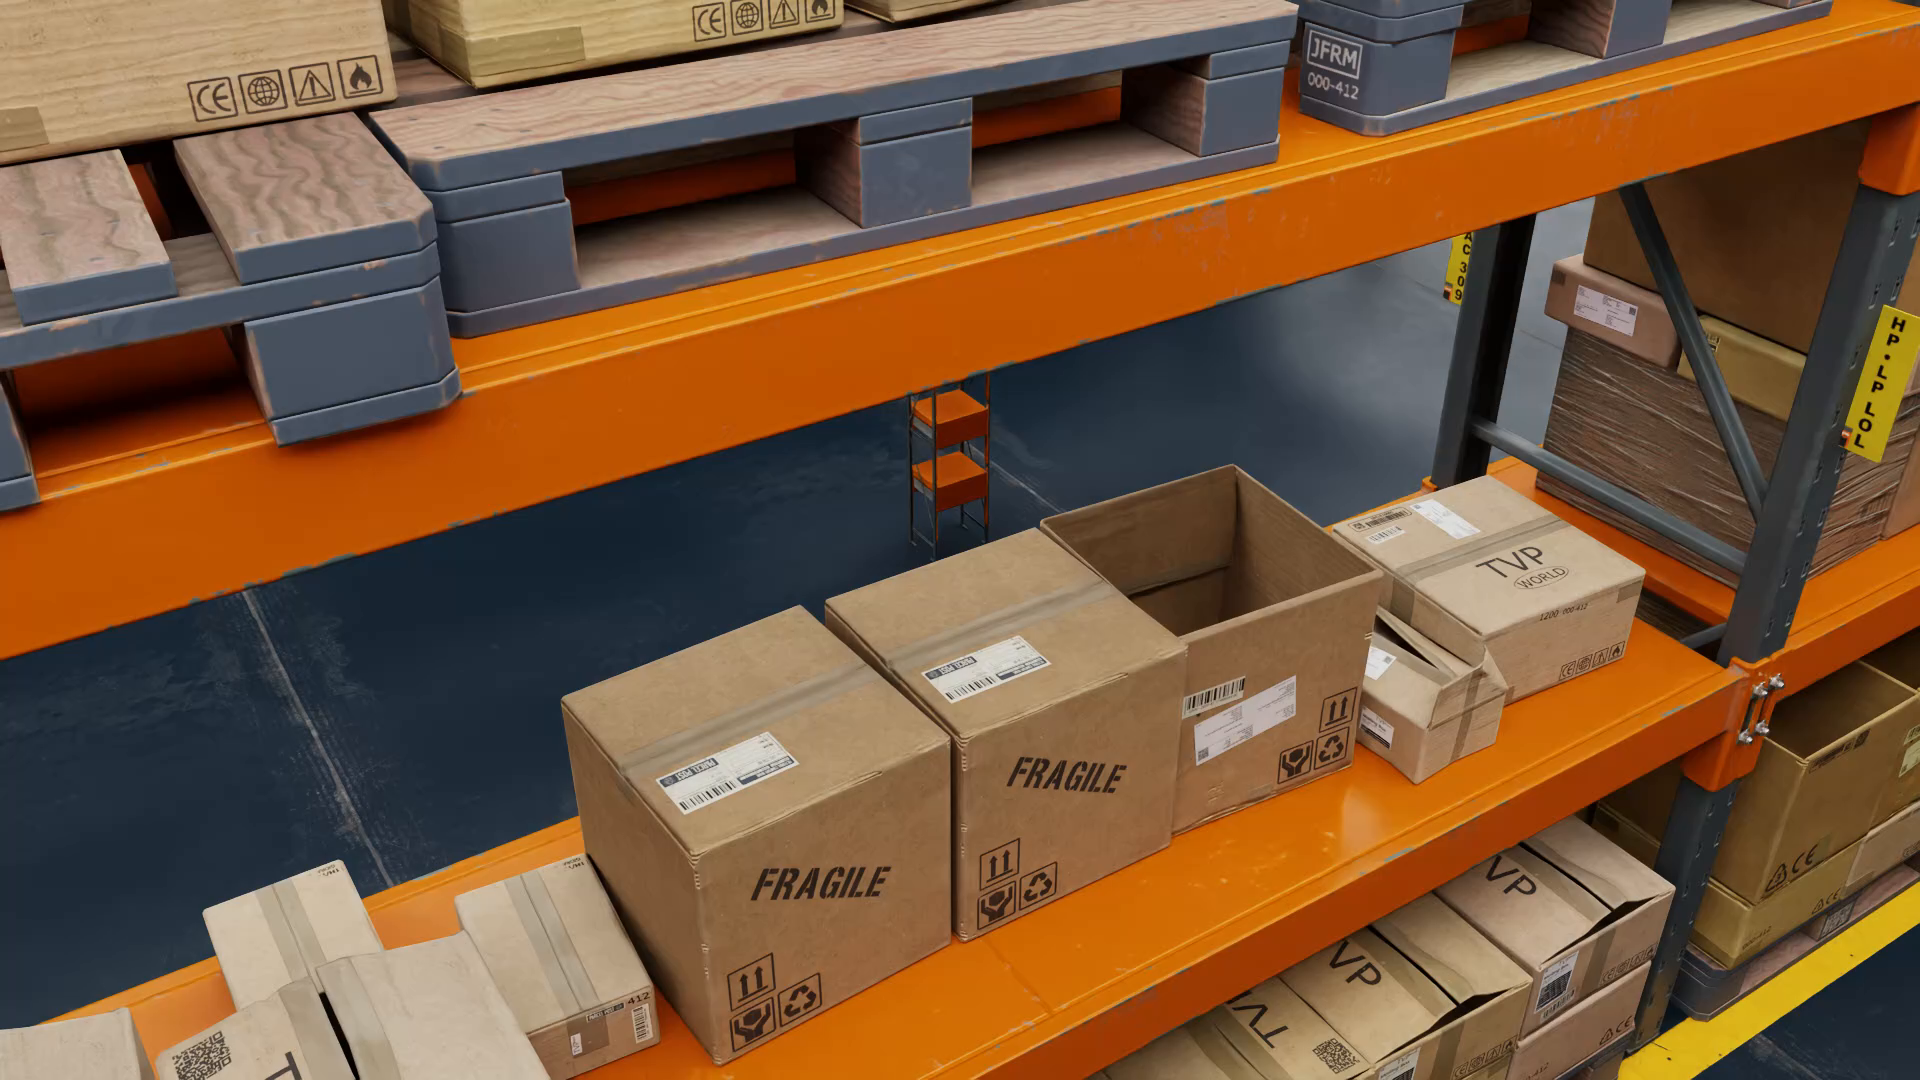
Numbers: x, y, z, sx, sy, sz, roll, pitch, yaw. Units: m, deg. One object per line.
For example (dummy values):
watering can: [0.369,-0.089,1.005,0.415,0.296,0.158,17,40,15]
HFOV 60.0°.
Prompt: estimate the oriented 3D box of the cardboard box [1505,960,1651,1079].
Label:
cardboard box: [1.408,1.130,4.331,0.500,0.250,0.500,-19,37,-28]

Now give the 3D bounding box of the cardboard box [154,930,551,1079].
cardboard box: [-0.906,0.917,2.568,0.500,0.311,0.500,-19,37,-28]

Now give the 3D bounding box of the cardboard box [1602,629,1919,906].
cardboard box: [2.159,0.569,4.517,0.500,0.500,0.500,-19,37,-27]

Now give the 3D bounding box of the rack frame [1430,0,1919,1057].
rack frame: [1.599,-0.105,4.106,0.127,3.000,1.000,-19,37,-27]

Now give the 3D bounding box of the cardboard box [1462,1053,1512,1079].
cardboard box: [0.982,1.275,4.100,0.500,0.250,0.500,-20,37,-28]

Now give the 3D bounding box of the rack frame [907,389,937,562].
rack frame: [-0.148,-0.393,6.390,0.008,1.050,0.200,-19,37,-27]

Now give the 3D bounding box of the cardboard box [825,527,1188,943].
cardboard box: [0.081,0.364,3.268,0.500,0.500,0.500,-19,37,-27]

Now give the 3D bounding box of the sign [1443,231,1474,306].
sign: [1.297,-0.753,4.247,0.005,0.325,0.100,-19,37,-27]

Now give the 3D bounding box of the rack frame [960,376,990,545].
rack frame: [0.058,-0.464,6.501,0.008,1.050,0.200,-19,37,-27]

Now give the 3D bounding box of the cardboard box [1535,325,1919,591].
cardboard box: [1.969,-0.279,4.287,0.500,0.500,0.700,-20,37,-28]

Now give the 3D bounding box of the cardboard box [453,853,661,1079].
cardboard box: [-0.721,0.763,2.964,0.250,0.149,0.380,-16,36,-24]

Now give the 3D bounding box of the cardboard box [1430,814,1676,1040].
cardboard box: [1.414,0.888,4.188,0.500,0.311,0.500,-19,37,-27]

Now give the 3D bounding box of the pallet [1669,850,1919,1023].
pallet: [2.290,0.863,5.184,1.213,0.211,1.003,-19,37,-27]

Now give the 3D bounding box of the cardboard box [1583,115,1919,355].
cardboard box: [1.969,-0.827,3.941,0.500,0.500,0.700,-19,37,-27]

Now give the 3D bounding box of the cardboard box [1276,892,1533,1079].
cardboard box: [0.980,1.042,3.945,0.500,0.311,0.500,-18,36,-26]

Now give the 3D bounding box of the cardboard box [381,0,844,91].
cardboard box: [-0.494,-0.808,2.155,0.500,0.250,0.500,-20,37,-28]

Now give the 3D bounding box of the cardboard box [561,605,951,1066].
cardboard box: [-0.361,0.516,3.026,0.500,0.500,0.500,-21,38,-30]

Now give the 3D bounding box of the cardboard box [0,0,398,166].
cardboard box: [-0.981,-0.648,1.901,0.500,0.250,0.500,-18,36,-26]

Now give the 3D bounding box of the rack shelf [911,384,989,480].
rack shelf: [-0.045,-0.420,6.451,0.240,0.259,0.215,-19,37,-27]

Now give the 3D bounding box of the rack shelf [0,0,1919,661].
rack shelf: [-0.082,-0.492,2.581,4.000,0.370,1.077,-19,37,-27]

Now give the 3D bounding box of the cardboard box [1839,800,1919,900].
cardboard box: [2.576,0.740,4.950,0.500,0.250,0.500,-19,37,-27]

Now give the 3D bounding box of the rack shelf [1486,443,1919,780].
rack shelf: [3.280,-0.379,5.214,4.000,0.370,1.077,-19,37,-27]

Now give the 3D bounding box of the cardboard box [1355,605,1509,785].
cardboard box: [0.960,0.288,3.608,0.258,0.266,0.396,-20,37,-28]

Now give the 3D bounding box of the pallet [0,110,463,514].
pallet: [-1.241,-0.374,1.897,1.003,0.211,1.213,-17,36,-25]

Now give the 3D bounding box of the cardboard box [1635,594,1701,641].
cardboard box: [2.297,0.191,5.116,0.500,0.500,0.500,-19,37,-27]

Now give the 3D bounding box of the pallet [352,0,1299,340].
pallet: [-0.302,-0.699,2.412,1.213,0.211,1.003,-17,36,-25]

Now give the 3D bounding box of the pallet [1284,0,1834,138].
pallet: [0.865,-1.032,2.943,1.217,0.209,0.805,-21,38,-29]

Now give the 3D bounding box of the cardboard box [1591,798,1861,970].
cardboard box: [2.153,0.882,4.724,0.500,0.250,0.500,-19,37,-27]

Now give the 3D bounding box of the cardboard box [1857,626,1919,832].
cardboard box: [2.575,0.421,4.752,0.500,0.500,0.500,-19,37,-27]

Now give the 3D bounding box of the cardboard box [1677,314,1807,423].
cardboard box: [1.930,-0.413,3.891,0.250,0.149,0.380,-19,37,-27]

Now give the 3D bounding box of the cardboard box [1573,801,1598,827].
cardboard box: [1.871,0.648,5.095,0.500,0.250,0.500,-19,37,-27]

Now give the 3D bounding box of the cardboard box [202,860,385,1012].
cardboard box: [-1.156,0.773,2.948,0.250,0.149,0.380,-19,37,-27]

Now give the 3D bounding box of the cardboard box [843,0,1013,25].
cardboard box: [-0.041,-0.963,2.401,0.500,0.250,0.500,-22,39,-31]

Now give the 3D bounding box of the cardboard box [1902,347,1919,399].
cardboard box: [2.141,-0.485,4.006,0.250,0.149,0.380,-18,37,-27]

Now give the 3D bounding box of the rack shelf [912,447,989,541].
rack shelf: [-0.045,-0.185,6.599,0.240,0.259,0.215,-19,37,-27]

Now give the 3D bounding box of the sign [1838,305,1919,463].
sign: [1.902,-0.321,3.436,0.005,0.325,0.100,-19,37,-27]

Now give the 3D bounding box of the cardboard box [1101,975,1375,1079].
cardboard box: [0.560,1.185,3.718,0.500,0.311,0.500,-19,37,-27]

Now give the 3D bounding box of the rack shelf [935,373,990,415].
rack shelf: [-0.045,-0.660,6.300,0.240,0.259,0.215,-19,37,-27]

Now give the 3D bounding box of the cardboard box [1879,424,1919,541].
cardboard box: [2.409,-0.434,4.533,0.500,0.500,0.700,-19,37,-28]

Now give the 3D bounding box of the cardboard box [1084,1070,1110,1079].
cardboard box: [0.135,1.328,3.491,0.500,0.311,0.500,-19,37,-28]

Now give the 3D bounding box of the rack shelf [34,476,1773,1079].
rack shelf: [-0.082,0.777,3.381,4.000,0.370,1.077,-19,37,-27]

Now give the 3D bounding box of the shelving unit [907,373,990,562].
shelving unit: [-0.045,-0.429,6.445,0.252,1.050,0.215,-19,37,-27]

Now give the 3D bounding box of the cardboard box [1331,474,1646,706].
cardboard box: [1.209,0.120,3.889,0.500,0.250,0.500,-17,36,-24]

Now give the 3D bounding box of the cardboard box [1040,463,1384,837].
cardboard box: [0.502,0.219,3.497,0.500,0.500,0.500,-16,36,-24]

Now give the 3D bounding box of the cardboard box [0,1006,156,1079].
cardboard box: [-1.433,1.003,2.432,0.500,0.311,0.500,-17,36,-24]

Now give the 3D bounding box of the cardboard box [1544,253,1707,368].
cardboard box: [1.712,-0.597,4.183,0.250,0.149,0.380,-19,37,-27]

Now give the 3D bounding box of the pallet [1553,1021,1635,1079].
pallet: [1.001,1.304,4.484,1.213,0.211,1.003,-19,37,-27]
